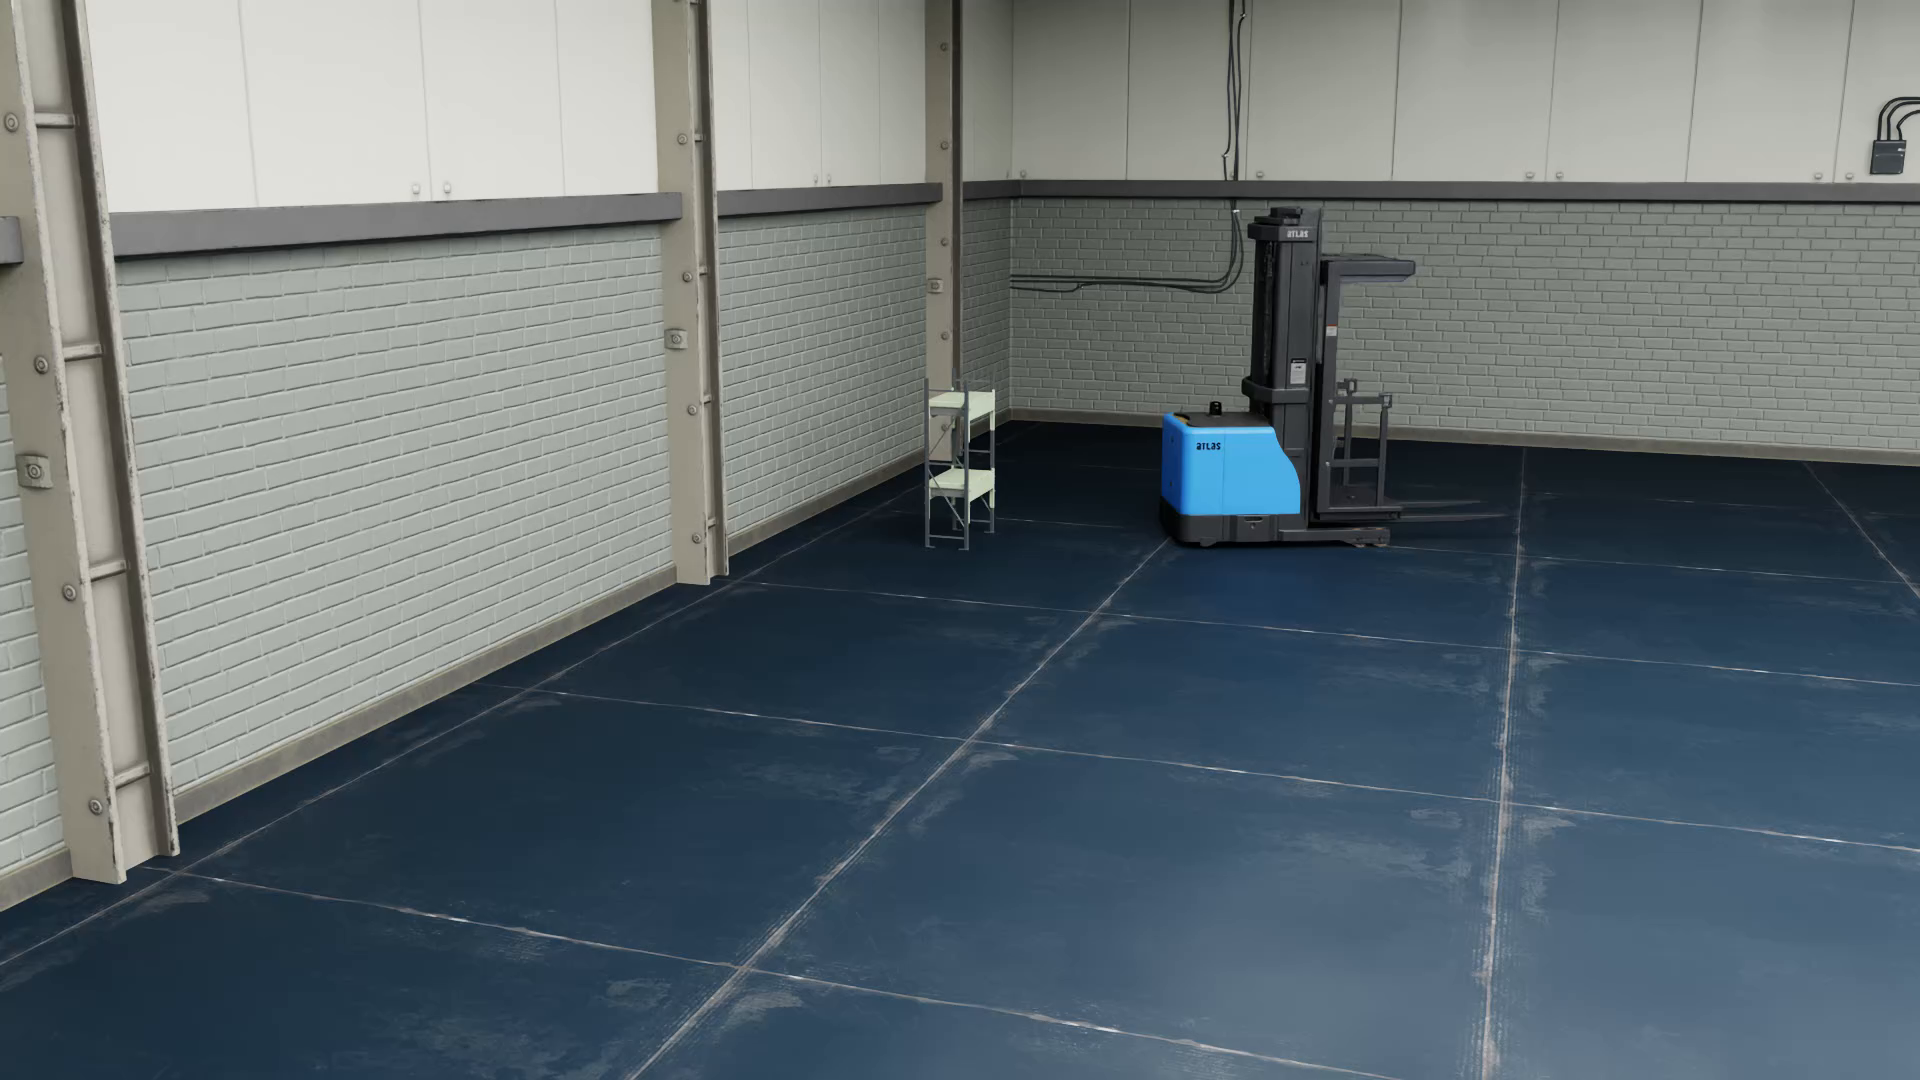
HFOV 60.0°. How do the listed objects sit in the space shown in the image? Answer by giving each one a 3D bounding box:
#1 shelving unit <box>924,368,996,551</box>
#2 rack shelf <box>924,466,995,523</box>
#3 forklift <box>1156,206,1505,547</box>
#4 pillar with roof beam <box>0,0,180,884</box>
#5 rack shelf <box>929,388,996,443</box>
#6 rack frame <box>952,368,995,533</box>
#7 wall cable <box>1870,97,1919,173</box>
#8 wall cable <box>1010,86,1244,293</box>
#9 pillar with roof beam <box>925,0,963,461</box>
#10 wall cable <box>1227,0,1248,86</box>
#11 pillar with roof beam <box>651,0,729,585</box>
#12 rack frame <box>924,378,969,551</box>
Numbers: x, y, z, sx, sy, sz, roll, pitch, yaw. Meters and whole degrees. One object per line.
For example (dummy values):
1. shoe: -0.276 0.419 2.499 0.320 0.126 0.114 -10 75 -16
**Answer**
1. shelving unit: 0.002 -0.733 14.827 0.431 1.500 0.755 4 14 18
2. rack shelf: 0.002 -0.415 14.900 0.431 0.370 0.720 4 14 18
3. forklift: 3.373 -1.480 14.887 3.031 2.935 1.130 -1 13 -4
4. pillar with roof beam: 0.014 -2.502 5.729 9.100 9.000 0.400 4 14 18
5. rack shelf: 0.002 -1.113 14.740 0.431 0.370 0.720 4 14 18
6. rack frame: 0.121 -0.810 15.165 0.400 1.500 0.023 4 14 18
7. wall cable: 11.005 -6.835 17.070 2.305 6.003 0.169 4 14 18
8. wall cable: 2.027 -4.350 20.803 3.097 2.526 0.112 4 14 18
9. pillar with roof beam: 3.896 -5.029 16.799 9.100 9.000 0.400 4 14 18
10. wall cable: 4.587 -6.618 19.387 3.097 2.526 0.112 4 14 18
11. pillar with roof beam: 1.955 -3.766 11.264 9.100 9.000 0.400 4 14 18
12. rack frame: -0.116 -0.656 14.490 0.400 1.500 0.023 4 14 18
